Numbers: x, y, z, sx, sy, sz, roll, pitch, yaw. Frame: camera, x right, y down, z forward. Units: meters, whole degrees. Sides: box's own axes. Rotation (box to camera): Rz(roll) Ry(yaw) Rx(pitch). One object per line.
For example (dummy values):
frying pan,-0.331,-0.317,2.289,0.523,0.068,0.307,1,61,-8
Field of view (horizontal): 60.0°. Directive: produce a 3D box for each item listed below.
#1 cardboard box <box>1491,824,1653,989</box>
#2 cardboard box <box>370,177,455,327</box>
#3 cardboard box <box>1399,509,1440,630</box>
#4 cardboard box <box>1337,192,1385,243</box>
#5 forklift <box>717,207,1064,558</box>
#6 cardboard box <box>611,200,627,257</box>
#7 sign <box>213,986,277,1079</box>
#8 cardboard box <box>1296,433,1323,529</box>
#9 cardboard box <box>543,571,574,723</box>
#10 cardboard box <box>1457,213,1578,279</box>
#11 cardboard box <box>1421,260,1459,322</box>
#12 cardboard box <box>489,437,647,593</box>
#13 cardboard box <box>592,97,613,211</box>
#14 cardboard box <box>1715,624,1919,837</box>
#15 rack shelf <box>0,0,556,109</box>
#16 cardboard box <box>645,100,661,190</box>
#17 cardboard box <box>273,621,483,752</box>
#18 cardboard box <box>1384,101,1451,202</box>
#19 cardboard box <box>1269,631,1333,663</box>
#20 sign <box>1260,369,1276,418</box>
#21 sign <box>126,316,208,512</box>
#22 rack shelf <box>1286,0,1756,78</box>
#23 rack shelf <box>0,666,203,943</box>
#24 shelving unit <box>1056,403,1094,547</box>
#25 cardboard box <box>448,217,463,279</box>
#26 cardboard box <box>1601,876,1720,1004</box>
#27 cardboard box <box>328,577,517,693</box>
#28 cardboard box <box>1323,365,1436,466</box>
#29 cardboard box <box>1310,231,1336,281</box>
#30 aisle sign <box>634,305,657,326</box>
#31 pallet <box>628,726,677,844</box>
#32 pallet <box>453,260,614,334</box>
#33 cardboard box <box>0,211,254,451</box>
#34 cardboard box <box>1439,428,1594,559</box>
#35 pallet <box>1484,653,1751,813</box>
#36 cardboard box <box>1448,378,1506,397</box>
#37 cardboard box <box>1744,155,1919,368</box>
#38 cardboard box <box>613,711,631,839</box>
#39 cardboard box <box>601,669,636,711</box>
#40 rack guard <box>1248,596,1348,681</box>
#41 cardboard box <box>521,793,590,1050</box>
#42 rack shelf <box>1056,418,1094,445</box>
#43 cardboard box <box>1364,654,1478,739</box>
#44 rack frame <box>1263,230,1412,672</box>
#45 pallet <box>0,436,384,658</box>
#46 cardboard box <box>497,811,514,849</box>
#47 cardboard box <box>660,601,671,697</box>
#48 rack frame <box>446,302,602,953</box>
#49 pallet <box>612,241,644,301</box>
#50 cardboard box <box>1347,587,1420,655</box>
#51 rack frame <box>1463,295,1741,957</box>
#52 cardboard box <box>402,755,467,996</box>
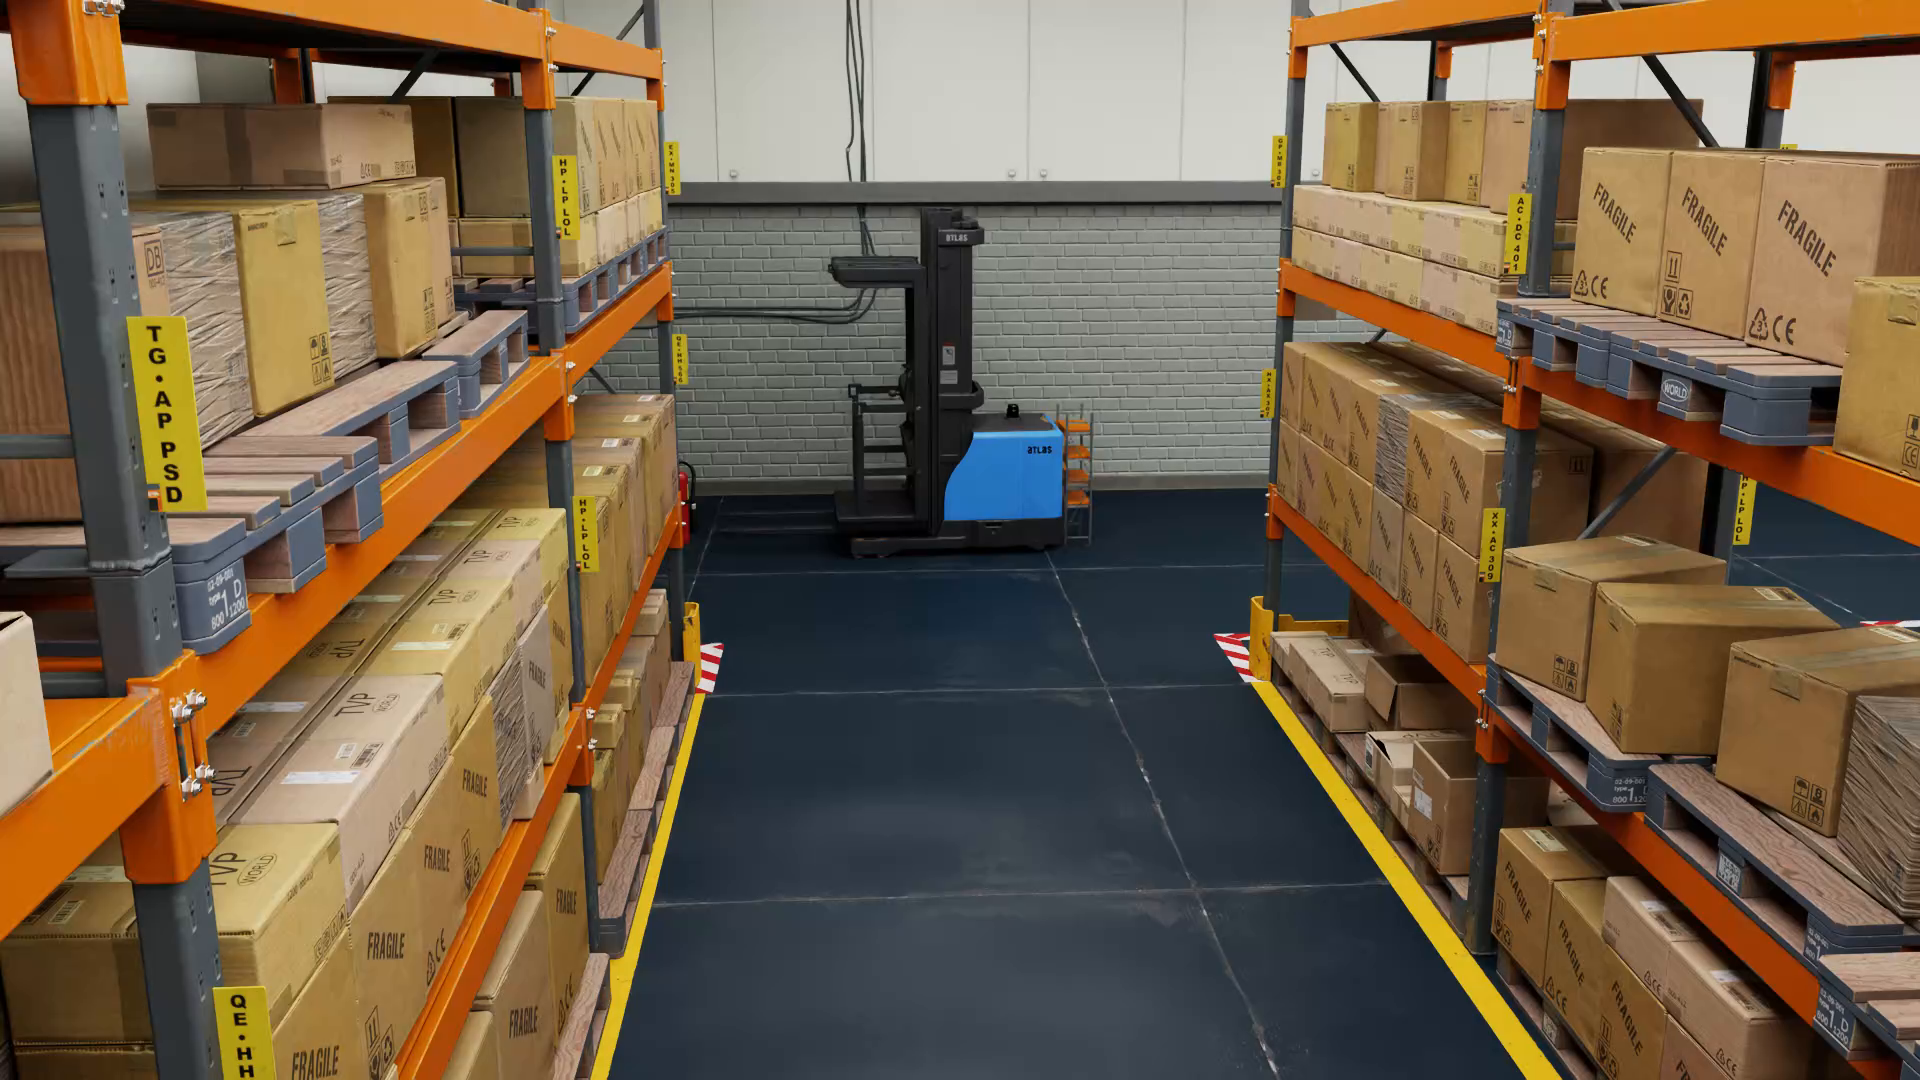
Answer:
cardboard box,2.627,1.554,7.100,0.500,0.500,0.500,-2,15,-6
cardboard box,-2.159,-0.984,5.726,0.700,0.500,0.500,-2,15,-6
cardboard box,2.520,0.136,8.279,0.500,0.500,0.500,0,14,-2
cardboard box,2.426,-1.804,9.296,0.500,0.250,0.500,-1,14,-3
forklift,-0.640,-1.403,14.599,3.031,2.935,1.130,-1,14,-6
cardboard box,-1.940,-1.552,8.277,0.500,0.250,0.500,-1,14,-5
sign,-1.315,0.972,3.066,0.100,0.325,0.005,-1,14,-3
cardboard box,2.394,-0.368,10.236,0.500,0.500,0.500,-1,14,-4
cardboard box,-1.824,0.419,6.542,0.500,0.500,0.500,-1,14,-4
cardboard box,2.539,-1.306,7.362,0.500,0.250,0.500,-1,14,-3
cardboard box,2.524,-1.189,7.908,0.500,0.250,0.500,-1,14,-3
cardboard box,-2.216,-0.133,8.921,0.980,0.700,0.700,-2,15,-6
cardboard box,-1.906,-1.794,7.714,0.500,0.500,0.500,-1,14,-5
cardboard box,3.011,0.619,5.557,0.700,0.500,0.500,-5,15,-18
rack shelf,-1.980,-1.356,4.483,1.077,0.370,4.000,-1,14,-3
cardboard box,-2.034,-2.302,9.687,0.500,0.500,0.500,-1,14,-4
cardboard box,-1.734,0.438,4.963,0.500,0.250,0.500,-1,14,-5
cardboard box,2.663,-2.046,8.731,0.700,0.500,0.500,-1,14,-3
cardboard box,2.275,0.715,11.067,0.380,0.149,0.250,-1,14,-3
sign,2.051,-0.973,11.051,0.100,0.325,0.005,-1,14,-3
sign,-1.314,-0.206,2.751,0.100,0.325,0.005,-1,14,-3
rack shelf,2.716,-2.620,8.601,1.077,0.370,4.000,-1,14,-3
rack shelf,-1.732,0.898,0.941,1.077,0.370,4.000,-1,14,-3
shelving unit,1.019,-0.585,14.891,0.258,1.200,0.503,-2,15,-6
cardboard box,-2.380,-1.288,7.252,0.500,0.250,0.500,-1,14,-3
cardboard box,2.689,1.440,6.040,0.500,0.250,0.500,-1,14,-3
cardboard box,-1.766,0.311,5.455,0.500,0.250,0.500,-1,14,-2
cardboard box,2.423,-0.726,9.621,0.500,0.500,0.500,-1,14,-3
cardboard box,2.389,-1.686,9.841,0.500,0.250,0.500,-1,14,-3
aisle sign,-2.057,-1.766,10.655,0.394,0.787,0.004,-1,14,-3
pallet,-2.151,1.366,9.294,1.003,0.211,1.213,-1,14,-3
pallet,-2.144,-1.103,7.453,1.003,0.211,1.213,-1,14,-3
cardboard box,-2.029,-0.460,3.691,0.700,0.500,0.500,-2,15,-7
cardboard box,2.551,-0.222,7.662,0.500,0.500,0.500,-1,14,-3
pallet,2.781,0.726,6.570,1.003,0.211,1.213,-1,14,-3
cardboard box,2.995,-0.606,9.156,0.500,0.500,0.500,0,14,-2
cardboard box,2.883,-0.862,5.094,0.600,0.600,0.600,-1,15,-6
cardboard box,-2.076,1.205,8.499,0.700,0.500,0.500,-1,14,-4
cardboard box,-1.919,0.798,8.778,0.380,0.149,0.250,-1,14,-5
rack guard,2.597,0.667,11.430,1.175,0.500,0.348,-1,14,-3
cardboard box,-1.934,1.507,6.620,0.750,0.750,0.750,-1,14,-3
rack shelf,1.018,-0.966,14.793,0.258,0.148,0.480,-2,15,-6
cardboard box,2.719,0.961,9.397,0.797,0.503,0.637,-1,14,-3
rack frame,2.592,-0.562,11.192,1.000,3.000,0.127,-1,14,-3
pallet,-1.949,-0.016,3.427,1.213,0.211,1.003,0,14,-1
cardboard box,-1.766,0.956,5.756,0.380,0.149,0.250,-1,14,-3
cardboard box,-2.208,0.695,10.480,0.700,0.500,0.500,-1,14,-3
rack frame,-2.104,0.510,7.025,1.000,3.000,0.127,-1,14,-3
pallet,-2.216,-1.406,8.630,1.003,0.211,1.213,-1,14,-3
cardboard box,2.872,0.567,10.938,0.500,0.500,0.500,-1,14,-3
rack frame,2.840,0.433,7.325,1.000,3.000,0.127,-1,14,-3
cardboard box,-1.683,0.924,4.578,0.500,0.500,0.500,-1,14,-4
